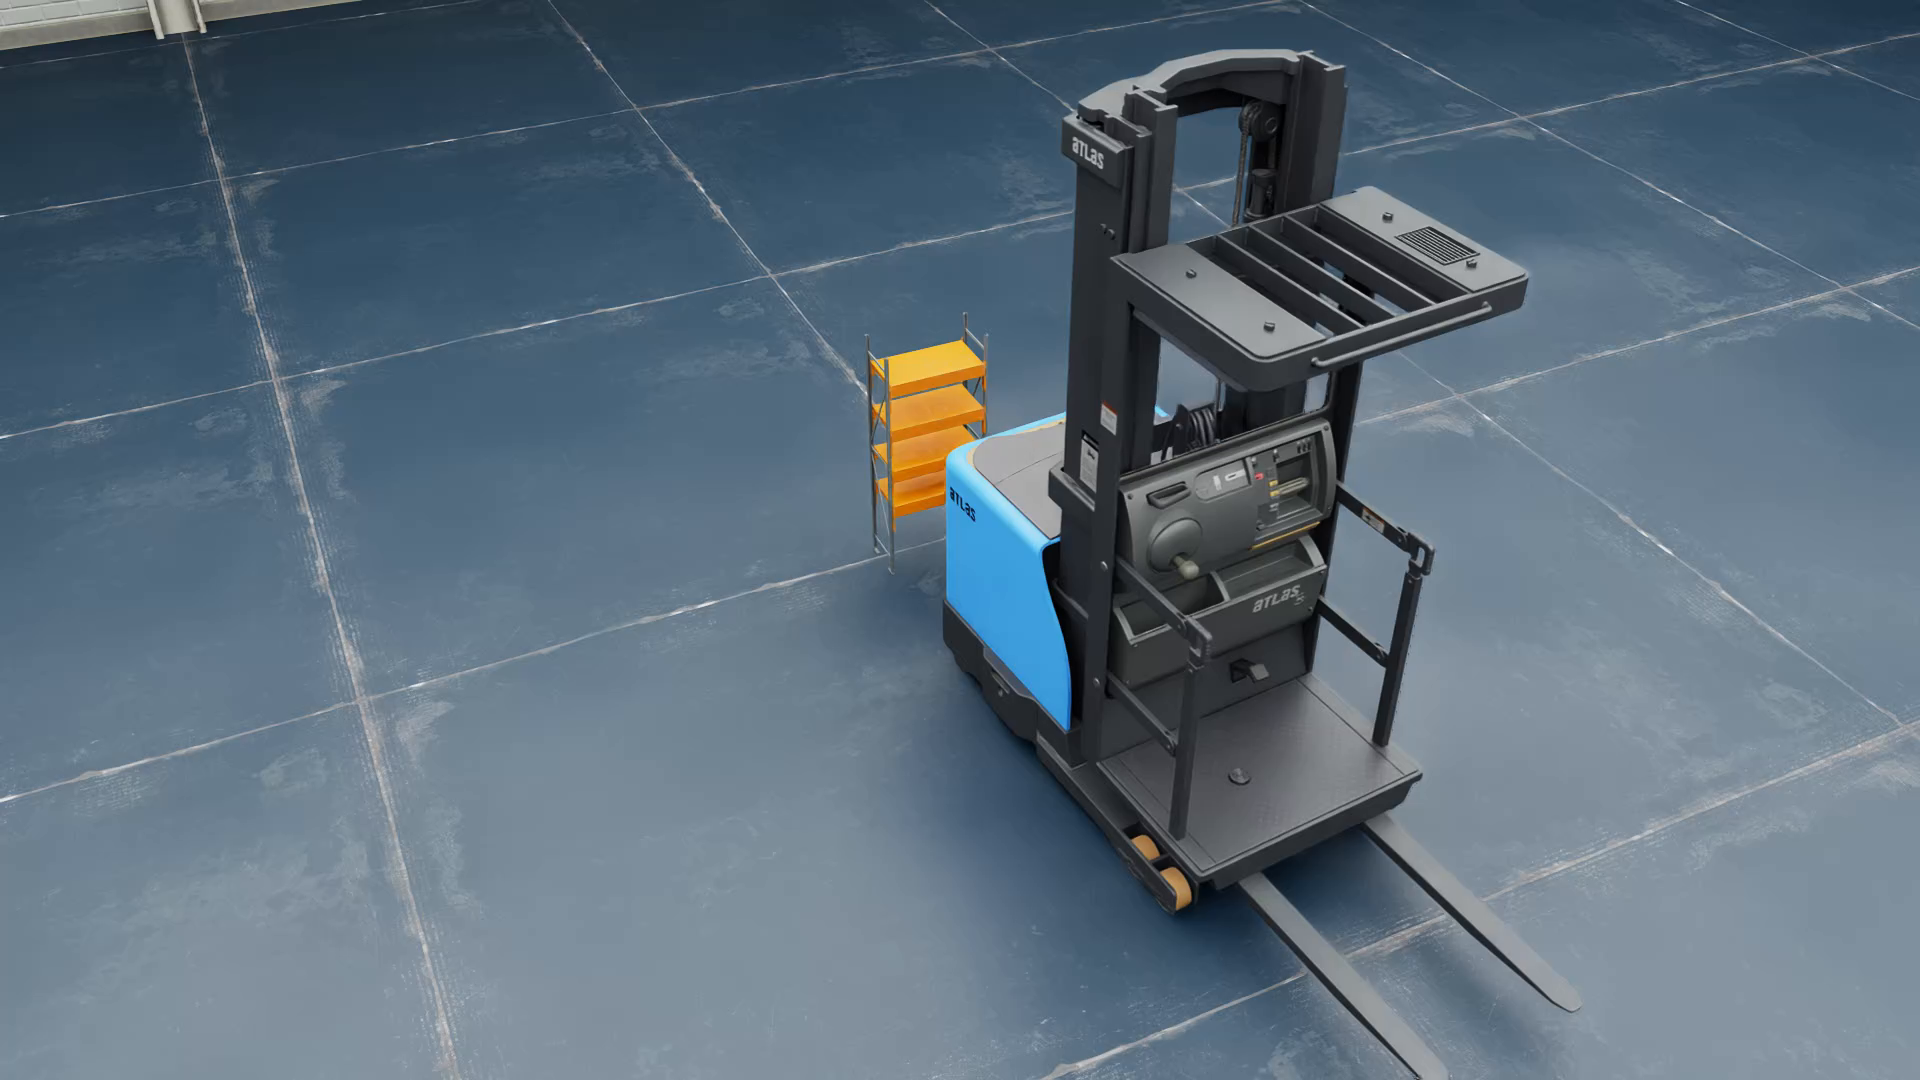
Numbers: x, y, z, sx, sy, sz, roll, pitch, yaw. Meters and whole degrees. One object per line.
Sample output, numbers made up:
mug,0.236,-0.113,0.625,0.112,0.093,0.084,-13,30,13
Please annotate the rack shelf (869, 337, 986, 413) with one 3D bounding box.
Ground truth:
rack shelf,-0.150,-0.756,7.602,0.480,0.148,0.258,-16,39,-20

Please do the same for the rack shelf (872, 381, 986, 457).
rack shelf,-0.150,-0.566,7.743,0.480,0.148,0.258,-16,39,-20

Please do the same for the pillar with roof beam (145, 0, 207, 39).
pillar with roof beam,-4.764,-5.609,8.258,0.400,9.000,9.100,-16,39,-20

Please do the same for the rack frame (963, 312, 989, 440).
rack frame,0.071,-0.502,7.919,0.015,1.200,0.240,-16,39,-20

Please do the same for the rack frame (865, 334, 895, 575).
rack frame,-0.371,-0.378,7.753,0.015,1.200,0.240,-16,39,-20

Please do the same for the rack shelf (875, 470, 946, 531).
rack shelf,-0.150,-0.226,7.994,0.480,0.148,0.258,-16,39,-20

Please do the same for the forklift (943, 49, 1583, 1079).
forklift,1.097,-0.078,5.894,1.130,2.935,3.031,-19,41,-24

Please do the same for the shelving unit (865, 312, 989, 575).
shelving unit,-0.150,-0.440,7.836,0.503,1.200,0.258,-16,39,-20

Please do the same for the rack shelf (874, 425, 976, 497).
rack shelf,-0.150,-0.386,7.876,0.480,0.148,0.258,-16,39,-20
